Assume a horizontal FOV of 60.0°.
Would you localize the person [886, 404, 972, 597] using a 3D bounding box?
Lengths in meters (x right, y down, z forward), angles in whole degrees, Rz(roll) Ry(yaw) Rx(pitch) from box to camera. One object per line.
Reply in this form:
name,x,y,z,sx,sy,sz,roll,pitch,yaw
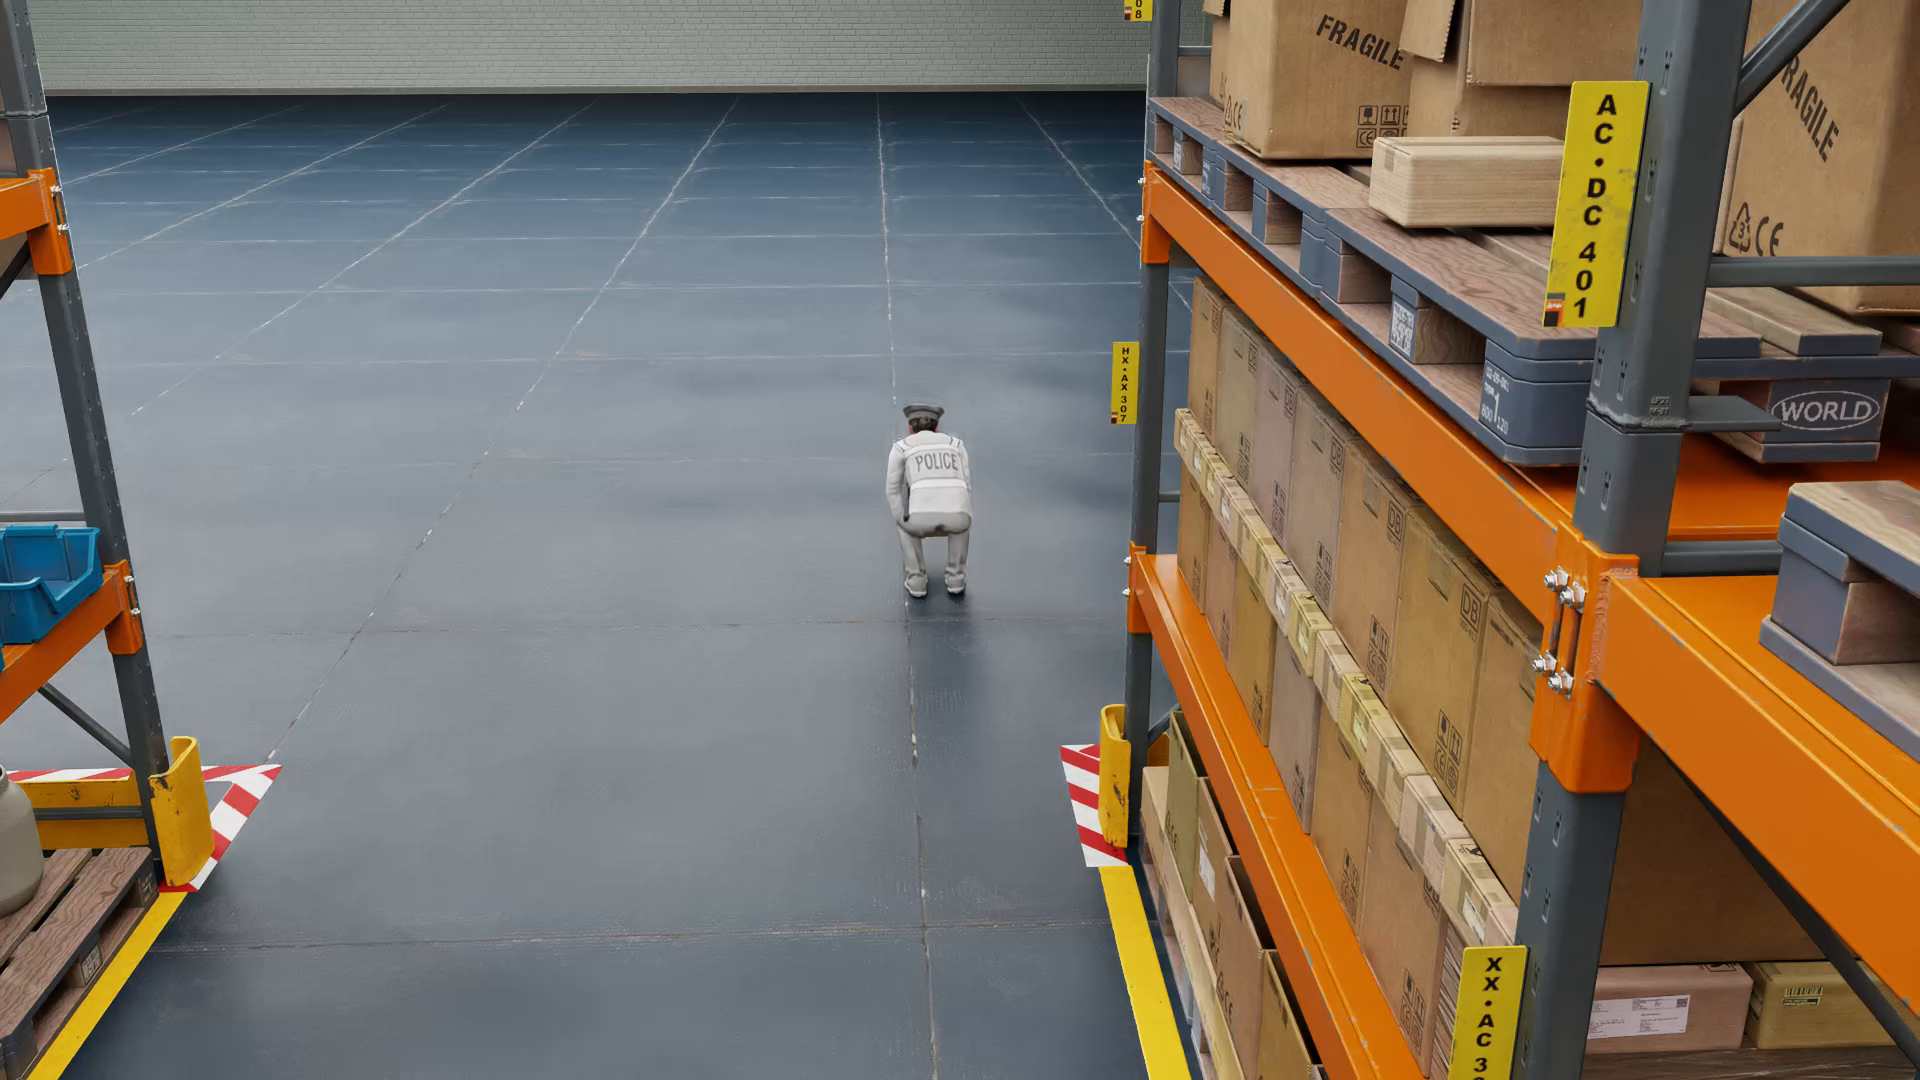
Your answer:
person,-0.176,-0.229,9.593,0.497,1.036,0.819,-1,21,-3
